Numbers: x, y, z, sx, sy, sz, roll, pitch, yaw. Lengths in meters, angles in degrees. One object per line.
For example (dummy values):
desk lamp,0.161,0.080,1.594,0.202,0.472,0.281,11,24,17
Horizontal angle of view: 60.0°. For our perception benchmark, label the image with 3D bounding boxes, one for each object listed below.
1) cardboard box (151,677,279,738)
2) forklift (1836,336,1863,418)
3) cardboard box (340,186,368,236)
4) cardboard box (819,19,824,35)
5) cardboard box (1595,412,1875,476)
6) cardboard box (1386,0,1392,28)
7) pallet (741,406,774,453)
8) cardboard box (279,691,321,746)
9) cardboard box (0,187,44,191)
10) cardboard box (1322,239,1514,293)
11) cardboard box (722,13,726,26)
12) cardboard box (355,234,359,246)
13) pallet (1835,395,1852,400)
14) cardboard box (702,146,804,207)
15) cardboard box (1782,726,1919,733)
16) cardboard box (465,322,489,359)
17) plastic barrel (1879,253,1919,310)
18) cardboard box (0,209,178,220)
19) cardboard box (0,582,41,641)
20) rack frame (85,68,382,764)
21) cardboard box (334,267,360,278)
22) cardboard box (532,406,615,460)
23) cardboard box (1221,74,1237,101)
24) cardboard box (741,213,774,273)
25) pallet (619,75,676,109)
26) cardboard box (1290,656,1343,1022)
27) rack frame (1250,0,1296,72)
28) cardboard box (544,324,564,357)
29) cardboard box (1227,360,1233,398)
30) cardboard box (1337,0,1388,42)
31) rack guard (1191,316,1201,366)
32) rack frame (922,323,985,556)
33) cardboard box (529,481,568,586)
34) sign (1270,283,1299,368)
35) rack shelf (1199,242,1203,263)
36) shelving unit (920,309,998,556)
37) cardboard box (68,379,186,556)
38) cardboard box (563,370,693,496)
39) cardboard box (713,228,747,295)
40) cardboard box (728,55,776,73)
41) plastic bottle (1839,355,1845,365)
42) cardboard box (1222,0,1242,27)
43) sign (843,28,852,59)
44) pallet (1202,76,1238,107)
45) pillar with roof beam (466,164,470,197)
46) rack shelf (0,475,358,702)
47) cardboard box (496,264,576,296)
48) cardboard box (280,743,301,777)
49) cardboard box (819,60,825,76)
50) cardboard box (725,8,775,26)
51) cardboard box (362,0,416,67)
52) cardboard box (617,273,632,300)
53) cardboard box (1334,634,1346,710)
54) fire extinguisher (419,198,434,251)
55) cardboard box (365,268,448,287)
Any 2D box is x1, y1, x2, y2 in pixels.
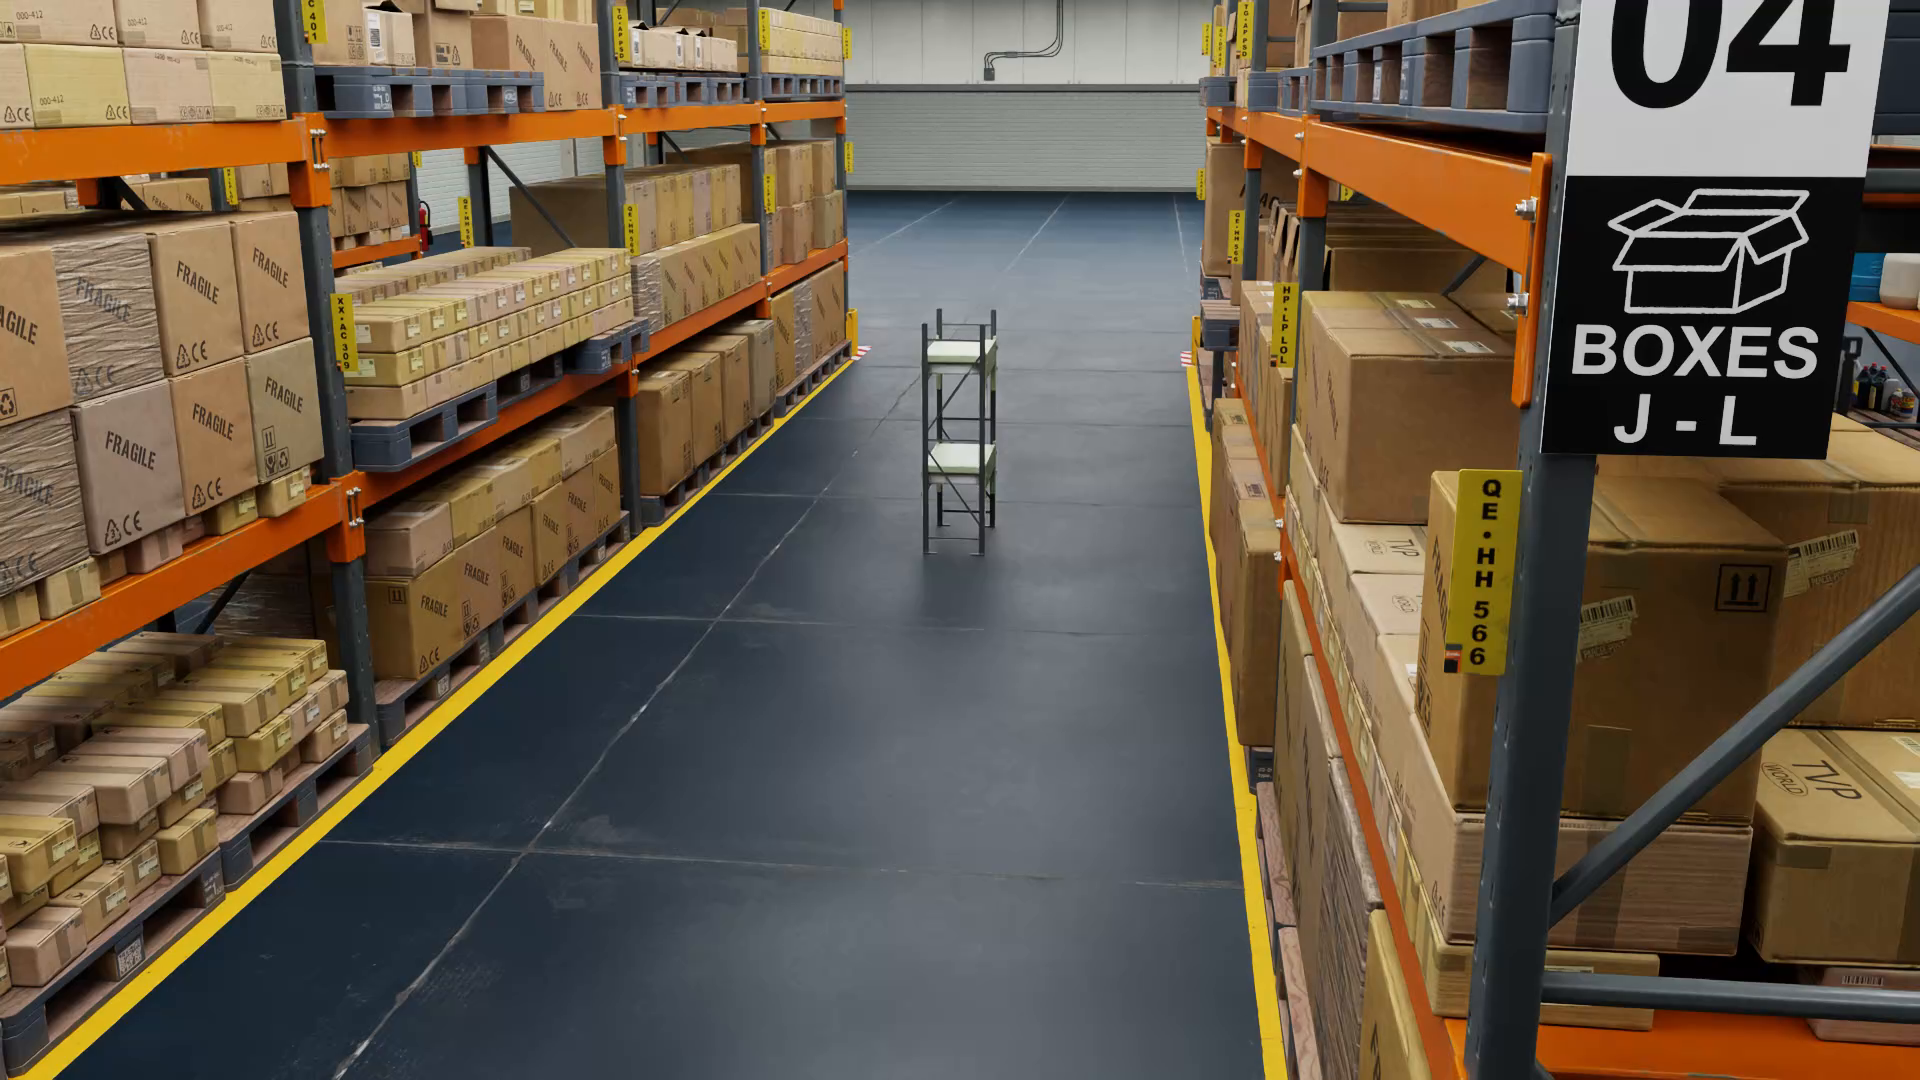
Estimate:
cardboard box,-2.915,0.654,6.516,0.380,0.149,0.250,2,15,6
forklift,5.625,-1.565,11.335,3.031,2.935,1.130,2,15,7
cardboard box,-6.607,-3.480,17.525,0.500,0.500,0.500,2,15,6
cardboard box,-1.585,-5.179,16.781,0.380,0.149,0.250,2,15,6
cardboard box,1.774,-0.069,3.952,0.500,0.500,0.500,1,15,5
cardboard box,1.765,-1.835,5.268,0.700,0.500,0.500,1,15,3
pallet,-2.232,-0.991,14.424,1.003,0.211,1.213,2,15,6
cardboard box,-2.861,0.727,6.816,0.380,0.149,0.250,1,15,4
cardboard box,-7.661,-2.550,13.278,0.500,0.500,0.500,1,15,4
cardboard box,1.858,-0.991,6.967,0.797,0.503,0.637,1,15,5
cardboard box,-2.382,-4.869,15.635,0.380,0.149,0.250,2,15,6
cardboard box,-6.665,-3.207,17.759,0.380,0.149,0.250,2,15,7
pallet,7.870,-1.366,15.809,1.003,0.211,1.213,2,15,6
cardboard box,-2.000,-3.510,16.041,0.875,0.550,0.550,2,15,6
cardboard box,1.717,0.422,3.572,0.500,0.250,0.500,2,15,6
cardboard box,-2.537,-0.980,8.148,0.380,0.149,0.250,1,15,4
plastic barrel,7.292,-2.046,12.720,0.433,0.535,0.433,0,15,0
cardboard box,-3.416,-1.030,6.546,0.500,0.500,0.500,2,15,8
cardboard box,-3.087,0.213,5.108,0.380,0.149,0.250,2,15,8
rack frame,-3.123,-0.465,7.135,1.000,3.000,0.127,2,15,6
cardboard box,-6.568,-2.801,17.559,0.380,0.149,0.250,2,15,9
cardboard box,-2.488,-0.675,10.461,0.500,0.250,0.500,1,15,5
cardboard box,2.489,-3.869,14.265,0.500,0.250,0.500,2,15,8
cardboard box,-2.191,-2.708,15.144,0.875,0.550,0.550,2,15,6
pallet,-2.652,-3.028,11.228,1.213,0.211,1.003,2,15,9
cardboard box,1.538,0.933,5.233,0.875,0.875,0.875,2,15,6
rack frame,2.245,-4.226,9.551,1.000,3.000,0.127,2,15,6
cardboard box,-2.421,-1.110,9.197,0.380,0.149,0.250,2,15,8
cardboard box,2.606,-1.215,13.853,0.700,0.500,0.500,1,15,2
cardboard box,1.849,-2.142,6.596,0.700,0.500,0.500,2,15,8
rack guard,3.139,-2.179,18.261,1.175,0.500,0.348,2,15,6
rack frame,-0.041,-0.631,10.622,0.400,1.500,0.023,2,15,6
cardboard box,-2.592,-0.048,9.577,0.500,0.500,0.500,1,15,4
sign,1.254,-0.827,6.407,0.100,0.325,0.005,2,15,6
rack shelf,2.922,-2.539,16.183,1.077,0.370,4.000,2,15,6
shelving unit,0.001,-0.726,10.973,0.431,1.500,0.755,2,15,6
cardboard box,-3.014,-0.259,5.613,0.500,0.500,0.500,2,15,6
cardboard box,-2.514,-0.774,11.785,1.050,0.750,0.750,1,15,5
cardboard box,-2.071,-2.314,13.781,0.500,0.500,0.500,2,15,6
cardboard box,-1.841,-4.202,14.694,0.380,0.149,0.250,1,15,5
plastic bottle,8.212,-1.560,15.416,0.144,0.351,0.185,2,15,9
cardboard box,2.494,-4.373,14.122,0.500,0.500,0.500,1,15,5
sign,-1.231,-5.395,18.076,0.100,0.325,0.005,2,15,6
pallet,2.407,-3.299,12.228,1.213,0.211,1.003,2,15,6
pillar with roof beam,-6.297,-11.126,35.068,9.100,9.000,0.400,2,15,6
rack shelf,-3.349,0.401,5.310,1.077,0.370,4.000,2,15,6
cardboard box,-2.391,-1.466,9.373,0.380,0.149,0.250,2,15,6
cardboard box,-2.941,0.885,6.799,0.380,0.149,0.250,2,15,8
cardboard box,-1.585,-4.795,16.886,0.380,0.149,0.250,1,15,5
cardboard box,-1.841,-4.587,14.590,0.380,0.149,0.250,2,15,7
cardboard box,-2.815,-2.295,7.521,0.500,0.311,0.500,1,15,5
cardboard box,-2.275,-1.586,10.387,0.380,0.149,0.250,2,15,7
cardboard box,1.228,0.368,4.537,0.380,0.149,0.250,2,15,7
fire extinguisher,-6.228,-3.676,19.157,0.296,0.674,0.183,2,15,6
cardboard box,-3.063,-1.416,9.189,0.380,0.149,0.250,2,15,8
